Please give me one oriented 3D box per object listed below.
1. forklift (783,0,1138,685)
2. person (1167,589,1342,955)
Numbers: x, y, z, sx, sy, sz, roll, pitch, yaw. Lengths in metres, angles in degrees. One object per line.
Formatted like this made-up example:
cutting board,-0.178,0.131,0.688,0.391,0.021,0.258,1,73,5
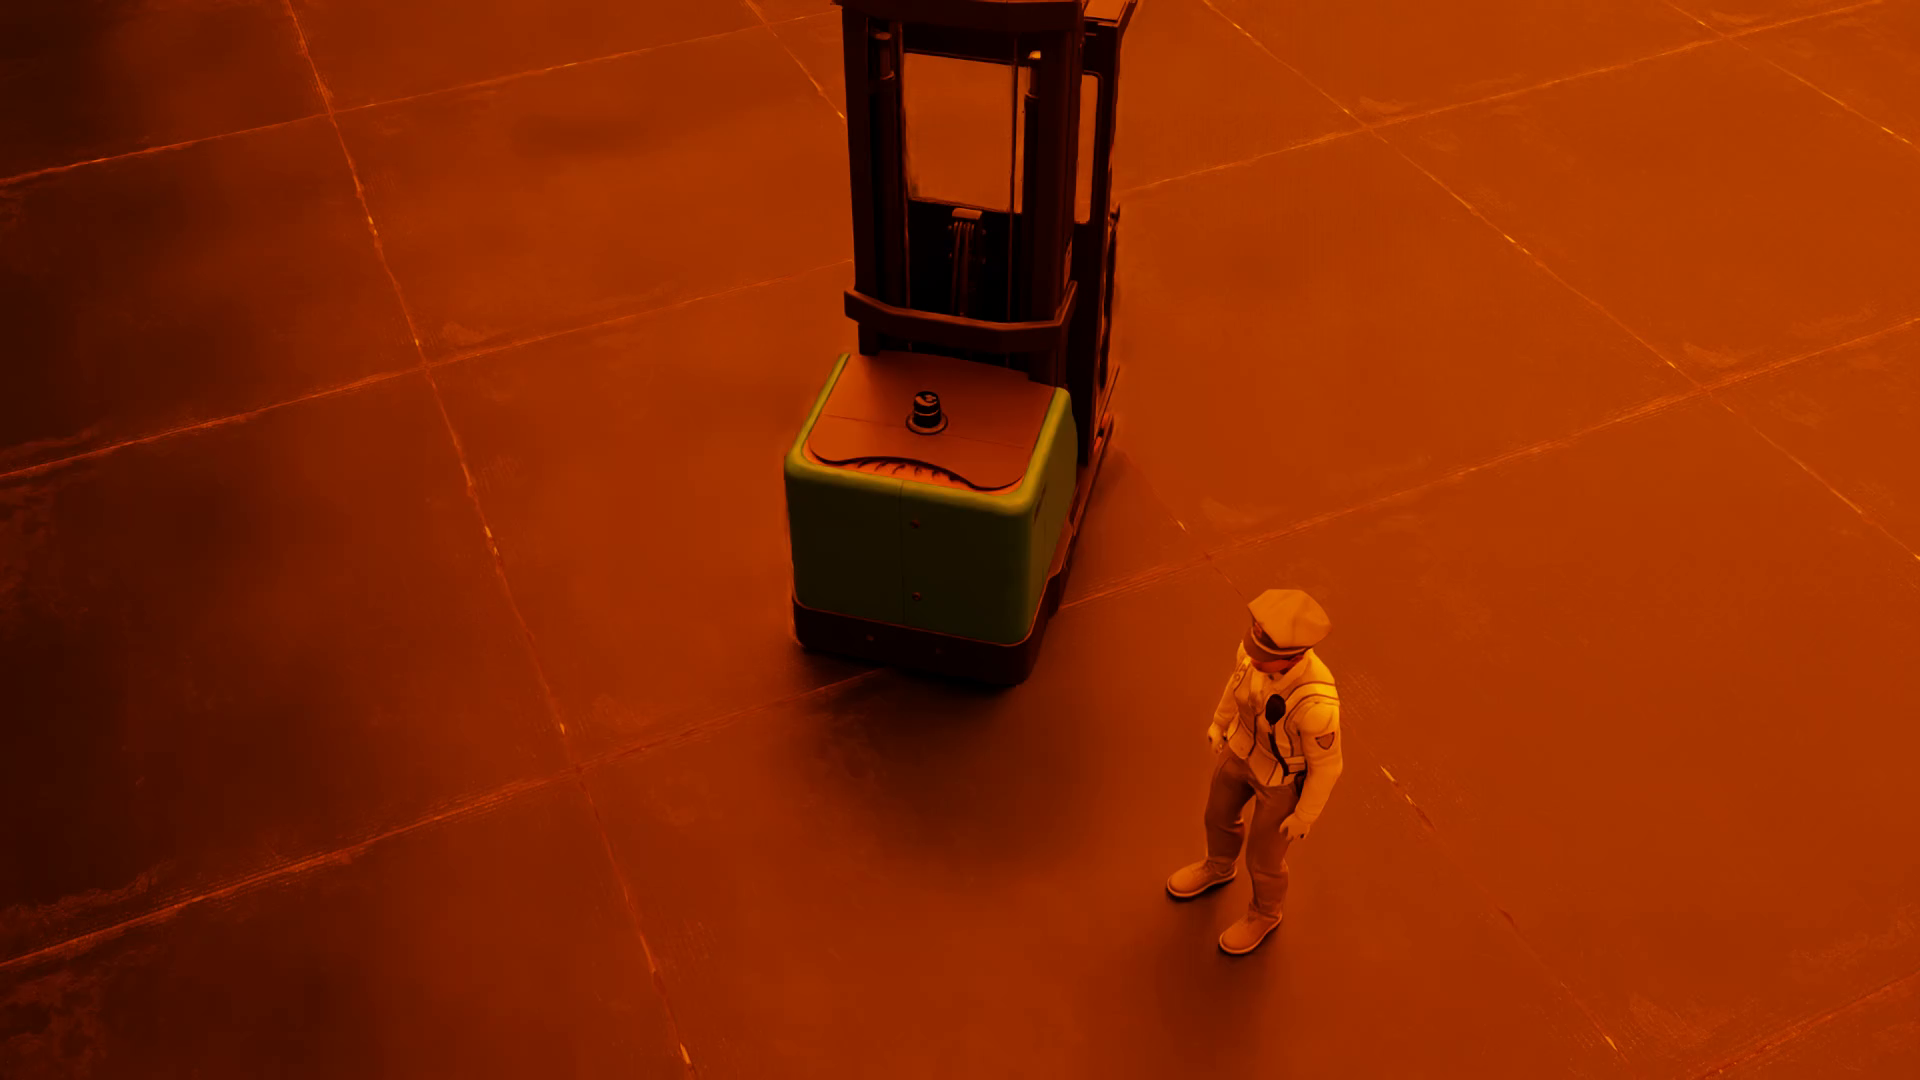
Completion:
forklift,0.148,-1.477,7.262,1.130,2.935,3.031,10,44,11
person,1.054,0.795,5.759,0.374,1.662,0.551,-21,47,-21
